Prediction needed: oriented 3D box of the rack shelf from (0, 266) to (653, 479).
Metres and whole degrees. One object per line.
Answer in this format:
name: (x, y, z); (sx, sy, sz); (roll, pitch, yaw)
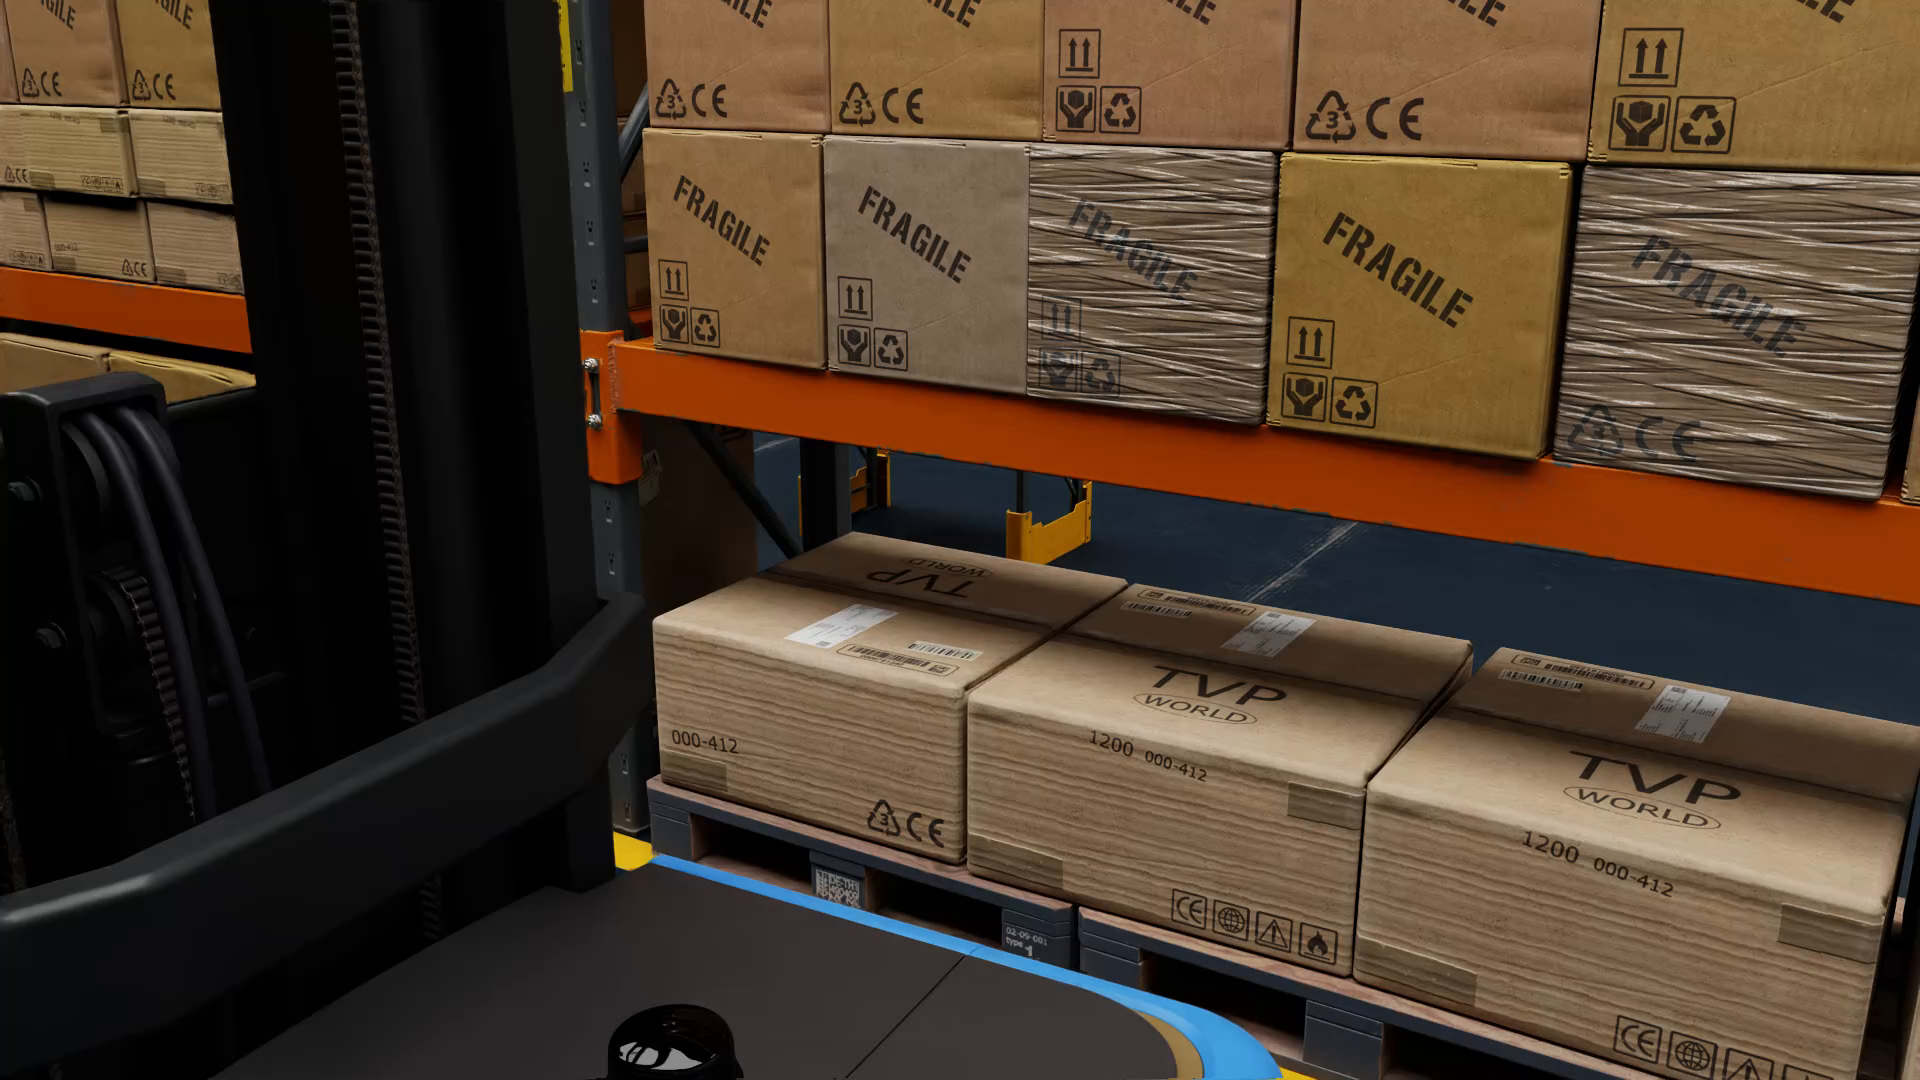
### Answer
rack shelf: (-2.339, -0.753, 5.437); (4.000, 0.370, 1.077); (10, 20, 30)

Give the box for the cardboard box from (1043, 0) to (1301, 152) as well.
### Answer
cardboard box: (0.502, -1.028, 3.212); (0.500, 0.500, 0.500); (11, 20, 31)

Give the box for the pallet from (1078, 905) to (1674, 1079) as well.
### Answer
pallet: (1.016, 0.862, 3.682); (1.213, 0.211, 1.003); (10, 20, 30)

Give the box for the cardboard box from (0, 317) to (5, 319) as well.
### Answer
cardboard box: (-3.498, -0.460, 6.168); (0.875, 0.875, 0.875); (10, 20, 30)

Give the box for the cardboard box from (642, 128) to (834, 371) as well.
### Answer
cardboard box: (-0.372, -0.705, 3.868); (0.500, 0.500, 0.500); (11, 20, 32)

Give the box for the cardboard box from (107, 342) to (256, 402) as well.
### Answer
cardboard box: (-1.978, -0.187, 5.270); (0.875, 0.875, 0.875); (11, 20, 32)

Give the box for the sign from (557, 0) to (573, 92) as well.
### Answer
sign: (-0.910, -1.173, 3.727); (0.005, 0.325, 0.100); (10, 20, 30)

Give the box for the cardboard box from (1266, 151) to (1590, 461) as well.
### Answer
cardboard box: (0.915, -0.472, 3.101); (0.500, 0.500, 0.500); (11, 20, 32)

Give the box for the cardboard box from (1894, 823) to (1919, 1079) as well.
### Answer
cardboard box: (2.159, 0.765, 2.889); (0.875, 0.438, 0.875); (9, 19, 28)

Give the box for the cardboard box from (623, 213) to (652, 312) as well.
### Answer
cardboard box: (-1.149, -0.727, 4.372); (0.500, 0.250, 0.500); (10, 19, 29)

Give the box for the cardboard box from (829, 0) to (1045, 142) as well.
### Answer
cardboard box: (0.072, -1.109, 3.477); (0.500, 0.500, 0.500); (10, 19, 29)

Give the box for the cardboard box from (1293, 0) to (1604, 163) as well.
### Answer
cardboard box: (0.931, -0.951, 2.957); (0.500, 0.500, 0.500); (10, 20, 30)

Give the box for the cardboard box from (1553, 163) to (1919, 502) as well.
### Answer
cardboard box: (1.361, -0.396, 2.853); (0.500, 0.500, 0.500); (11, 20, 32)

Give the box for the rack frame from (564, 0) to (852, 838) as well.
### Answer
rack frame: (-0.634, -0.793, 4.331); (0.127, 3.000, 1.000); (10, 20, 30)

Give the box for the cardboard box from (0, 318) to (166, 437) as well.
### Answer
cardboard box: (-2.740, -0.323, 5.718); (0.875, 0.875, 0.875); (10, 20, 31)

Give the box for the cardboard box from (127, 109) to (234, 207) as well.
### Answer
cardboard box: (-2.012, -1.119, 4.802); (0.500, 0.250, 0.500); (11, 20, 31)

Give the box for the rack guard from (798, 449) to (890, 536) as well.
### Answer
rack guard: (-0.489, -0.207, 7.132); (0.087, 0.250, 0.587); (10, 20, 30)

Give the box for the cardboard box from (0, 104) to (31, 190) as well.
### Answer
cardboard box: (-2.882, -1.273, 5.309); (0.500, 0.250, 0.500); (10, 20, 30)

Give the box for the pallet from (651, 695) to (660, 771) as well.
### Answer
pallet: (-1.331, 0.442, 5.061); (1.213, 0.211, 1.003); (10, 20, 30)

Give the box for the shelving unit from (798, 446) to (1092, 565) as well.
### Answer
shelving unit: (-0.065, -0.729, 6.701); (1.083, 1.500, 0.587); (10, 20, 30)

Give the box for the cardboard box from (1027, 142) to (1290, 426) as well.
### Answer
cardboard box: (0.476, -0.550, 3.359); (0.500, 0.500, 0.500); (10, 20, 30)

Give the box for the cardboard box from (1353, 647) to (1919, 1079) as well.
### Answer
cardboard box: (1.375, 0.628, 3.340); (0.875, 0.438, 0.875); (11, 20, 32)

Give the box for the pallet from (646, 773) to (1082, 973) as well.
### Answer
pallet: (-0.027, 0.676, 4.292); (1.213, 0.211, 1.003); (10, 20, 30)

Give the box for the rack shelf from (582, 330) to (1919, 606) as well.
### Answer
rack shelf: (1.070, -0.145, 3.434); (4.000, 0.370, 1.077); (10, 20, 30)

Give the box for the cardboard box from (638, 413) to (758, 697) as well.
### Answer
cardboard box: (-1.205, -0.052, 4.824); (0.875, 0.875, 0.875); (11, 20, 32)

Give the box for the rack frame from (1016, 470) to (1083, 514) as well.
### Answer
rack frame: (0.360, -0.653, 6.451); (0.032, 1.500, 0.500); (10, 20, 30)

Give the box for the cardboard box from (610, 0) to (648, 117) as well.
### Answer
cardboard box: (-1.146, -1.325, 4.190); (0.500, 0.500, 0.500); (11, 20, 32)

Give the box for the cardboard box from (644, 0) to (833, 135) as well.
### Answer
cardboard box: (-0.355, -1.187, 3.735); (0.500, 0.500, 0.500); (10, 20, 30)

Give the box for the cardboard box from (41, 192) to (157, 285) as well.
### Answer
cardboard box: (-2.444, -0.964, 5.151); (0.500, 0.250, 0.500); (10, 20, 30)

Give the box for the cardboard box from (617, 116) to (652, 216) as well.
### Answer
cardboard box: (-1.137, -0.967, 4.303); (0.500, 0.250, 0.500); (10, 20, 30)

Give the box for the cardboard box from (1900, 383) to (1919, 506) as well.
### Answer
cardboard box: (1.805, -0.320, 2.603); (0.500, 0.500, 0.500); (10, 19, 29)

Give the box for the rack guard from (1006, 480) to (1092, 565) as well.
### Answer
rack guard: (0.359, -0.055, 6.634); (0.087, 0.250, 0.587); (10, 20, 30)

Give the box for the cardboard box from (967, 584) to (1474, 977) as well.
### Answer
cardboard box: (0.608, 0.490, 3.793); (0.875, 0.438, 0.875); (9, 19, 28)

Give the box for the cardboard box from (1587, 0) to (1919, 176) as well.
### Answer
cardboard box: (1.358, -0.874, 2.704); (0.500, 0.500, 0.500); (10, 20, 30)

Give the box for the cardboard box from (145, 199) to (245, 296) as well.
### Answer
cardboard box: (-2.002, -0.886, 4.896); (0.500, 0.250, 0.500); (10, 19, 29)

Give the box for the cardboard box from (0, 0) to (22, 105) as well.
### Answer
cardboard box: (-2.890, -1.637, 5.216); (0.500, 0.500, 0.500); (11, 20, 32)

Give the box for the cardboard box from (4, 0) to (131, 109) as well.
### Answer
cardboard box: (-2.462, -1.559, 4.960); (0.500, 0.500, 0.500); (10, 20, 31)

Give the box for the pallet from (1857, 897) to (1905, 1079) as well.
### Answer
pallet: (2.052, 1.047, 3.070); (1.213, 0.211, 1.003); (10, 20, 30)

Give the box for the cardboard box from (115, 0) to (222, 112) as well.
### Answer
cardboard box: (-2.013, -1.484, 4.713); (0.500, 0.500, 0.500); (11, 20, 32)

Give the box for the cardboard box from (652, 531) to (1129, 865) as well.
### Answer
cardboard box: (-0.156, 0.354, 4.241); (0.875, 0.438, 0.875); (10, 19, 29)

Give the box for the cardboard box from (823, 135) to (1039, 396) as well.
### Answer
cardboard box: (0.055, -0.627, 3.613); (0.500, 0.500, 0.500); (10, 20, 30)

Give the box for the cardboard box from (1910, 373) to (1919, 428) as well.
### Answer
cardboard box: (1.646, -0.528, 3.288); (0.500, 0.500, 0.500); (10, 20, 30)

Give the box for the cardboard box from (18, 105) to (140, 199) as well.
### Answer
cardboard box: (-2.457, -1.193, 5.044); (0.500, 0.250, 0.500); (11, 20, 31)

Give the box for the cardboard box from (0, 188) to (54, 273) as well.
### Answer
cardboard box: (-2.867, -1.038, 5.396); (0.500, 0.250, 0.500); (11, 20, 32)

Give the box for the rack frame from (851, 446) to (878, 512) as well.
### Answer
rack frame: (-0.506, -0.808, 6.961); (0.032, 1.500, 0.500); (10, 20, 30)
